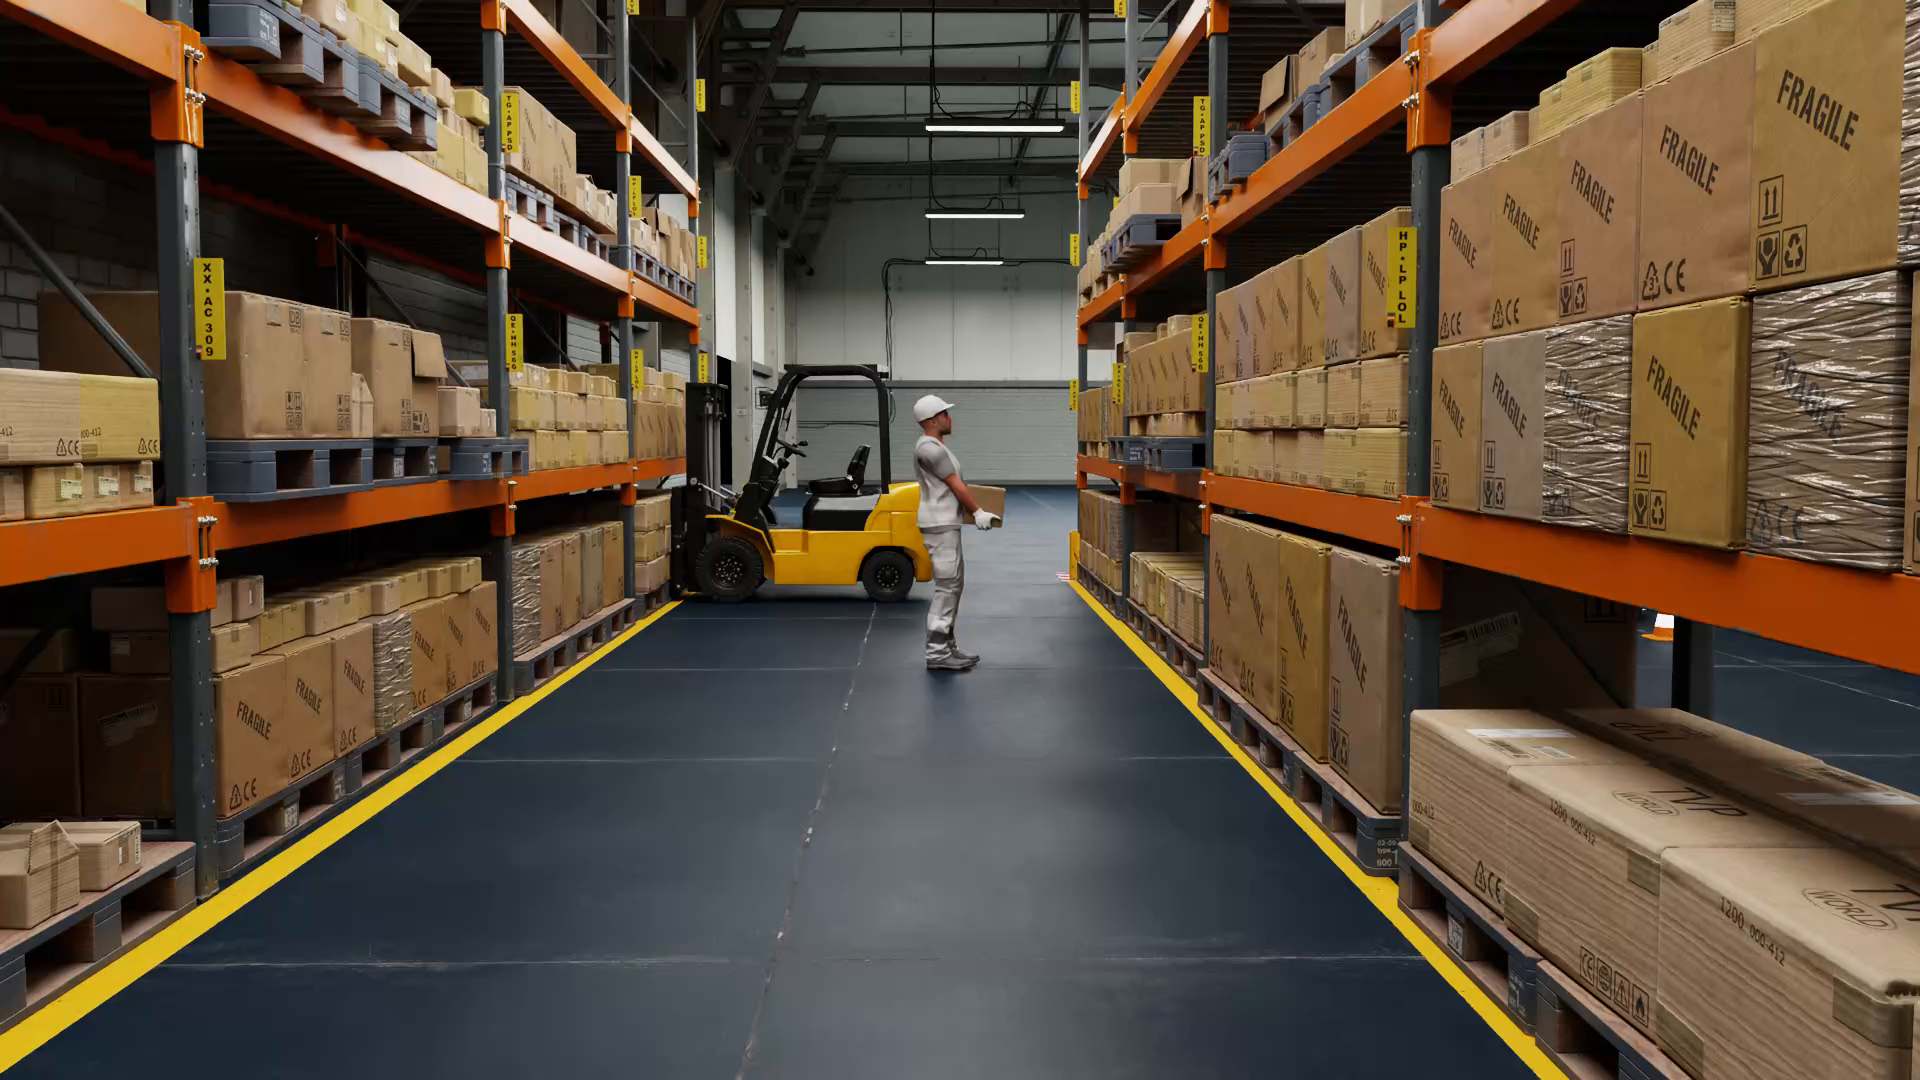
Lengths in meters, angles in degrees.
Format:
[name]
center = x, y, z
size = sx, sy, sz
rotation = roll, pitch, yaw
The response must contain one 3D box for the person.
[person]
center = -0.020, -0.056, 10.900
size = 0.573, 1.782, 0.494
rotation = 0, 4, -1
